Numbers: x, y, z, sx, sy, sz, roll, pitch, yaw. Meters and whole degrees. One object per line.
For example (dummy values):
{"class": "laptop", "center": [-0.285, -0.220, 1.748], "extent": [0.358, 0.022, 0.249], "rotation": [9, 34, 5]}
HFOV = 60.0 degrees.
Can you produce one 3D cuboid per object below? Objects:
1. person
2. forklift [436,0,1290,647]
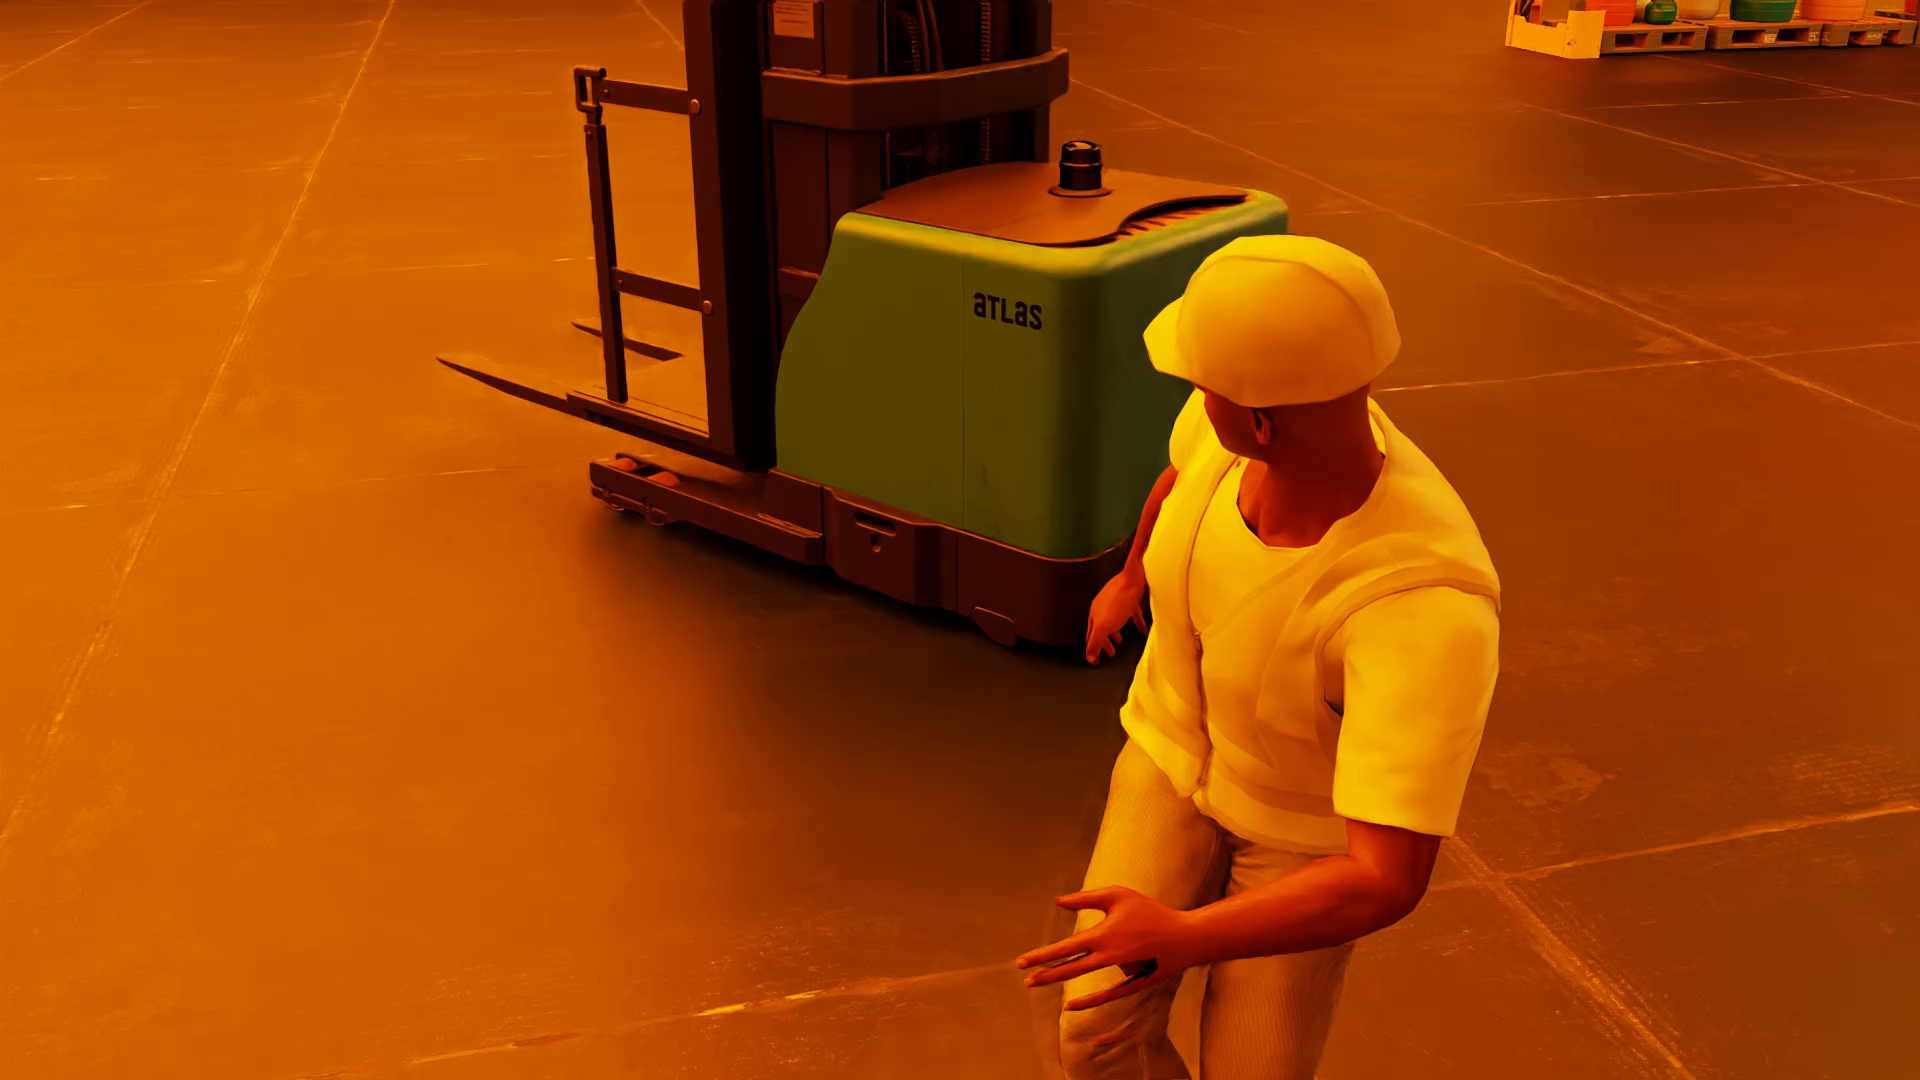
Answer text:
{"class": "person", "center": [0.270, 0.363, 2.182], "extent": [0.809, 1.594, 0.817], "rotation": [21, 31, 40]}
{"class": "forklift", "center": [-0.537, -1.531, 4.906], "extent": [3.031, 2.935, 1.130], "rotation": [18, 29, 36]}
